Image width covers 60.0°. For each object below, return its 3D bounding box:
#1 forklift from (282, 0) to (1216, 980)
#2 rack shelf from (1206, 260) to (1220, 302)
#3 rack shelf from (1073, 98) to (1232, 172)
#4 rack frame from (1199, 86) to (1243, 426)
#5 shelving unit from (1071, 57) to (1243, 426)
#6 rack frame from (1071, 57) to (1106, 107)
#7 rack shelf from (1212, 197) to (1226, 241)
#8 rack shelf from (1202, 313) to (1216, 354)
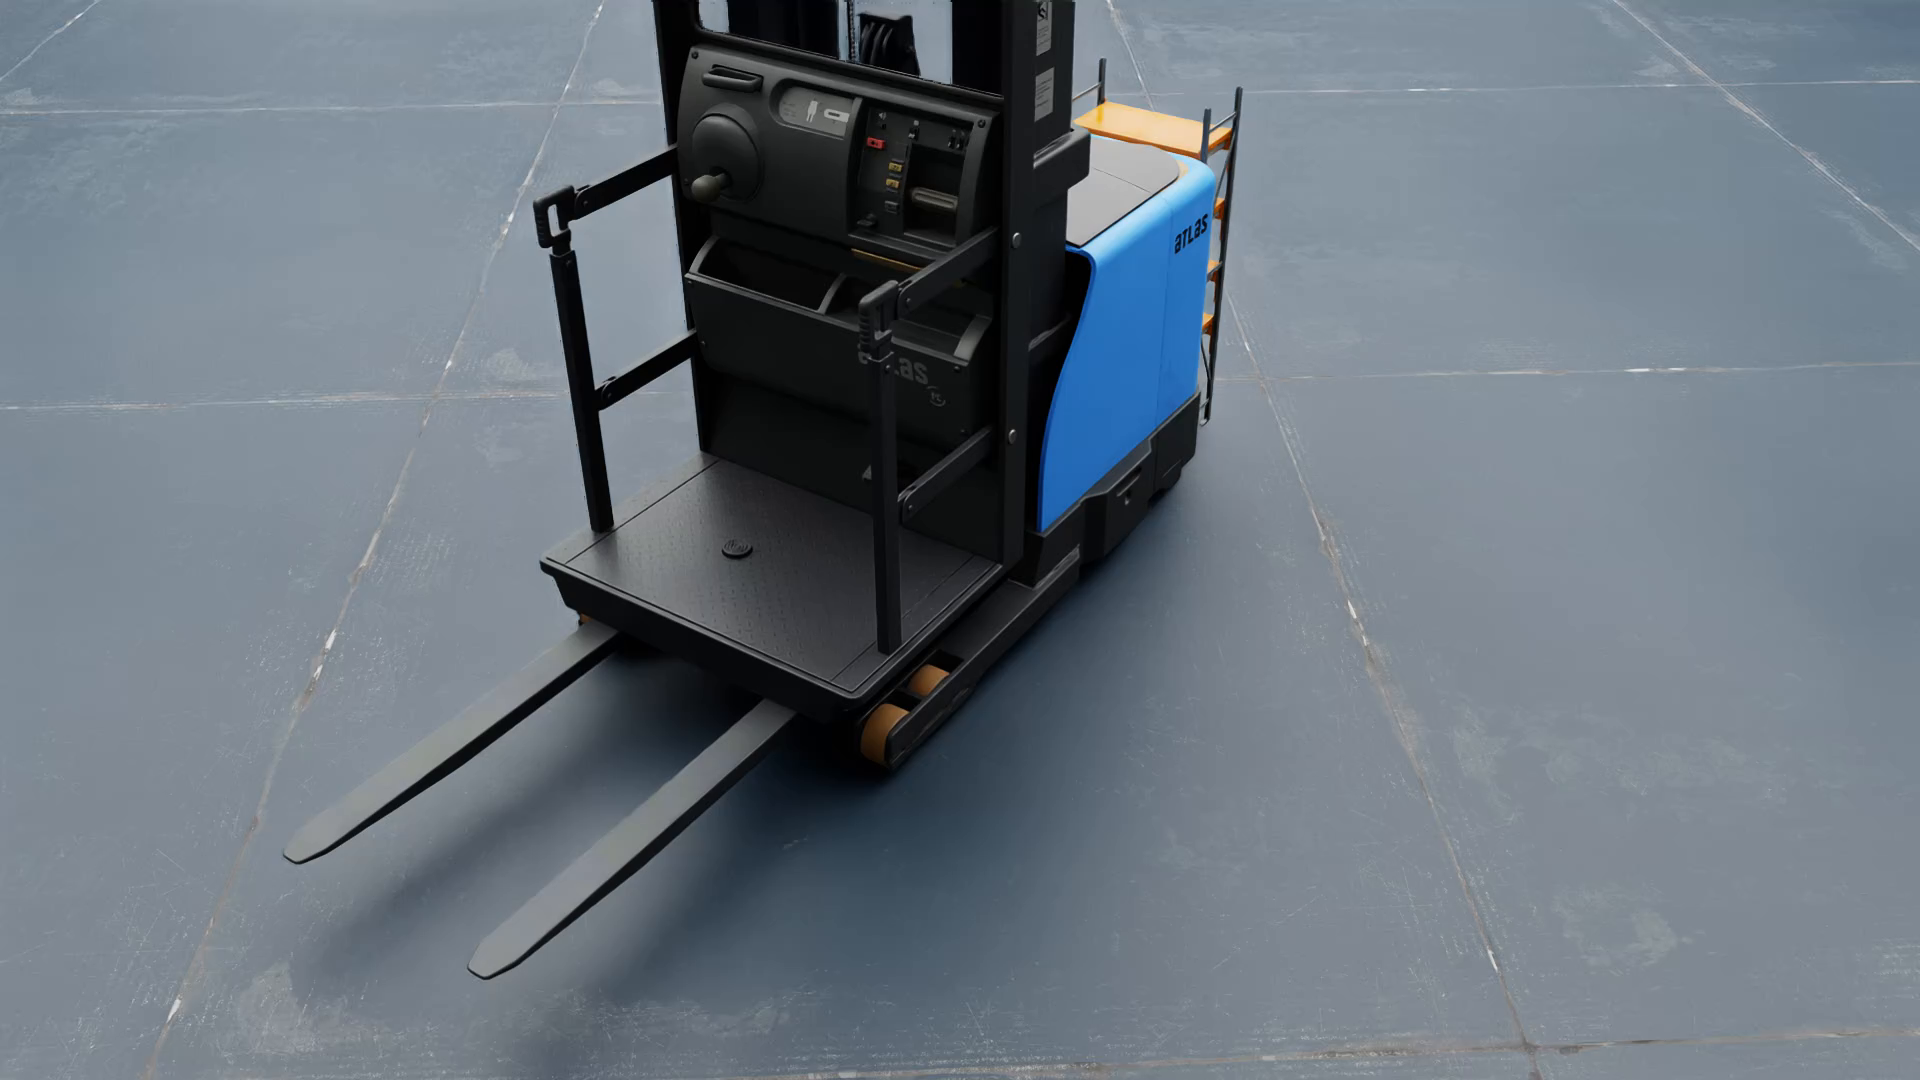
[{"bbox_3d":[-0.445,-0.915,3.997,1.130,2.935,3.031,21,40,27],"label":"forklift"},{"bbox_3d":[0.607,-0.886,5.595,0.480,0.148,0.258,21,40,27],"label":"rack shelf"},{"bbox_3d":[0.608,-1.265,5.333,0.480,0.148,0.258,21,40,27],"label":"rack shelf"},{"bbox_3d":[0.811,-0.865,5.446,0.015,1.200,0.240,21,40,27],"label":"rack frame"},{"bbox_3d":[0.607,-0.942,5.556,0.503,1.200,0.258,21,40,27],"label":"shelving unit"},{"bbox_3d":[0.404,-1.018,5.667,0.015,1.200,0.240,21,40,27],"label":"rack frame"},{"bbox_3d":[0.607,-1.071,5.467,0.480,0.148,0.258,21,40,27],"label":"rack shelf"},{"bbox_3d":[0.607,-0.723,5.707,0.480,0.148,0.258,21,40,27],"label":"rack shelf"}]
